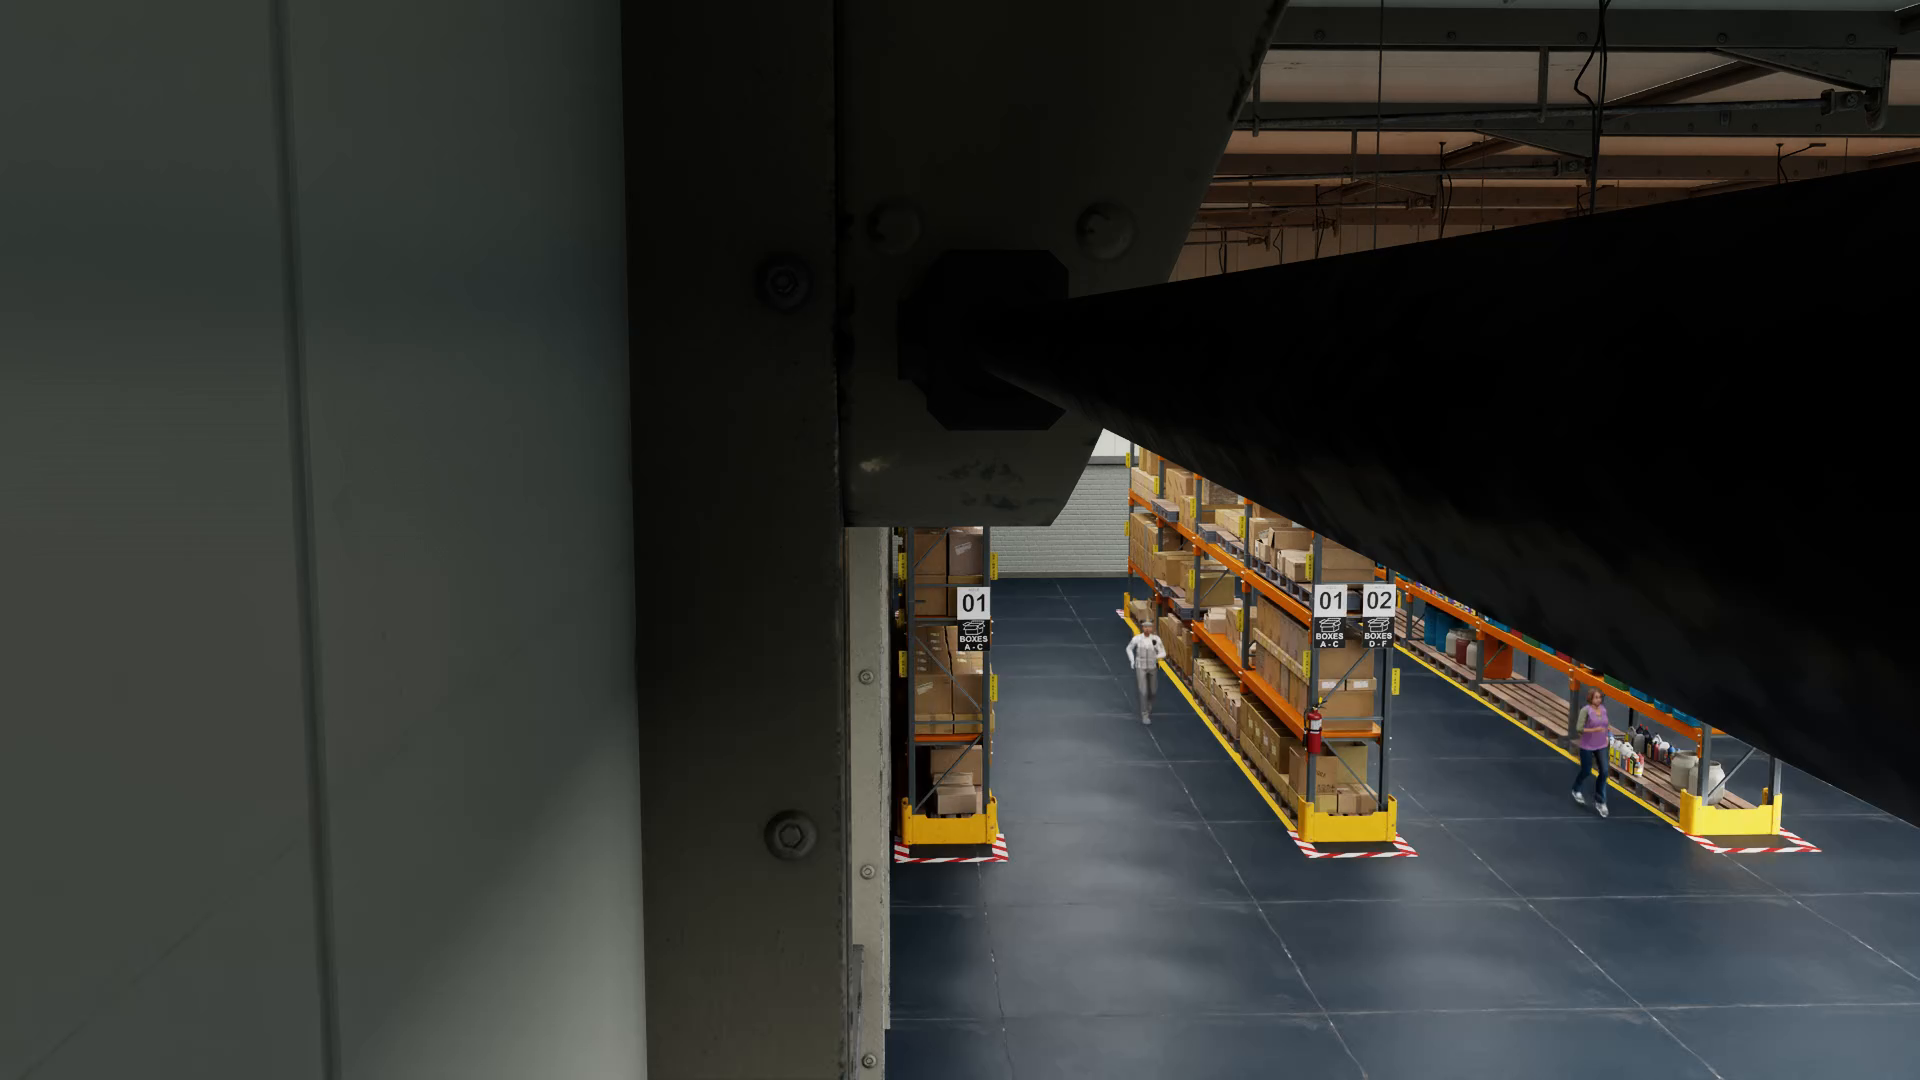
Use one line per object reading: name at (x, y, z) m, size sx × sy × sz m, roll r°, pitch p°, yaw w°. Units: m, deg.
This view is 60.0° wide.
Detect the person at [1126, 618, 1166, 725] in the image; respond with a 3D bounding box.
person at (2.991, 2.069, 26.781) m, size 0.604 × 1.669 × 0.875 m, roll 0°, pitch 7°, yaw -2°

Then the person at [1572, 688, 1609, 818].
person at (8.282, 2.744, 21.782) m, size 0.523 × 1.634 × 0.709 m, roll -1°, pitch 7°, yaw -7°
